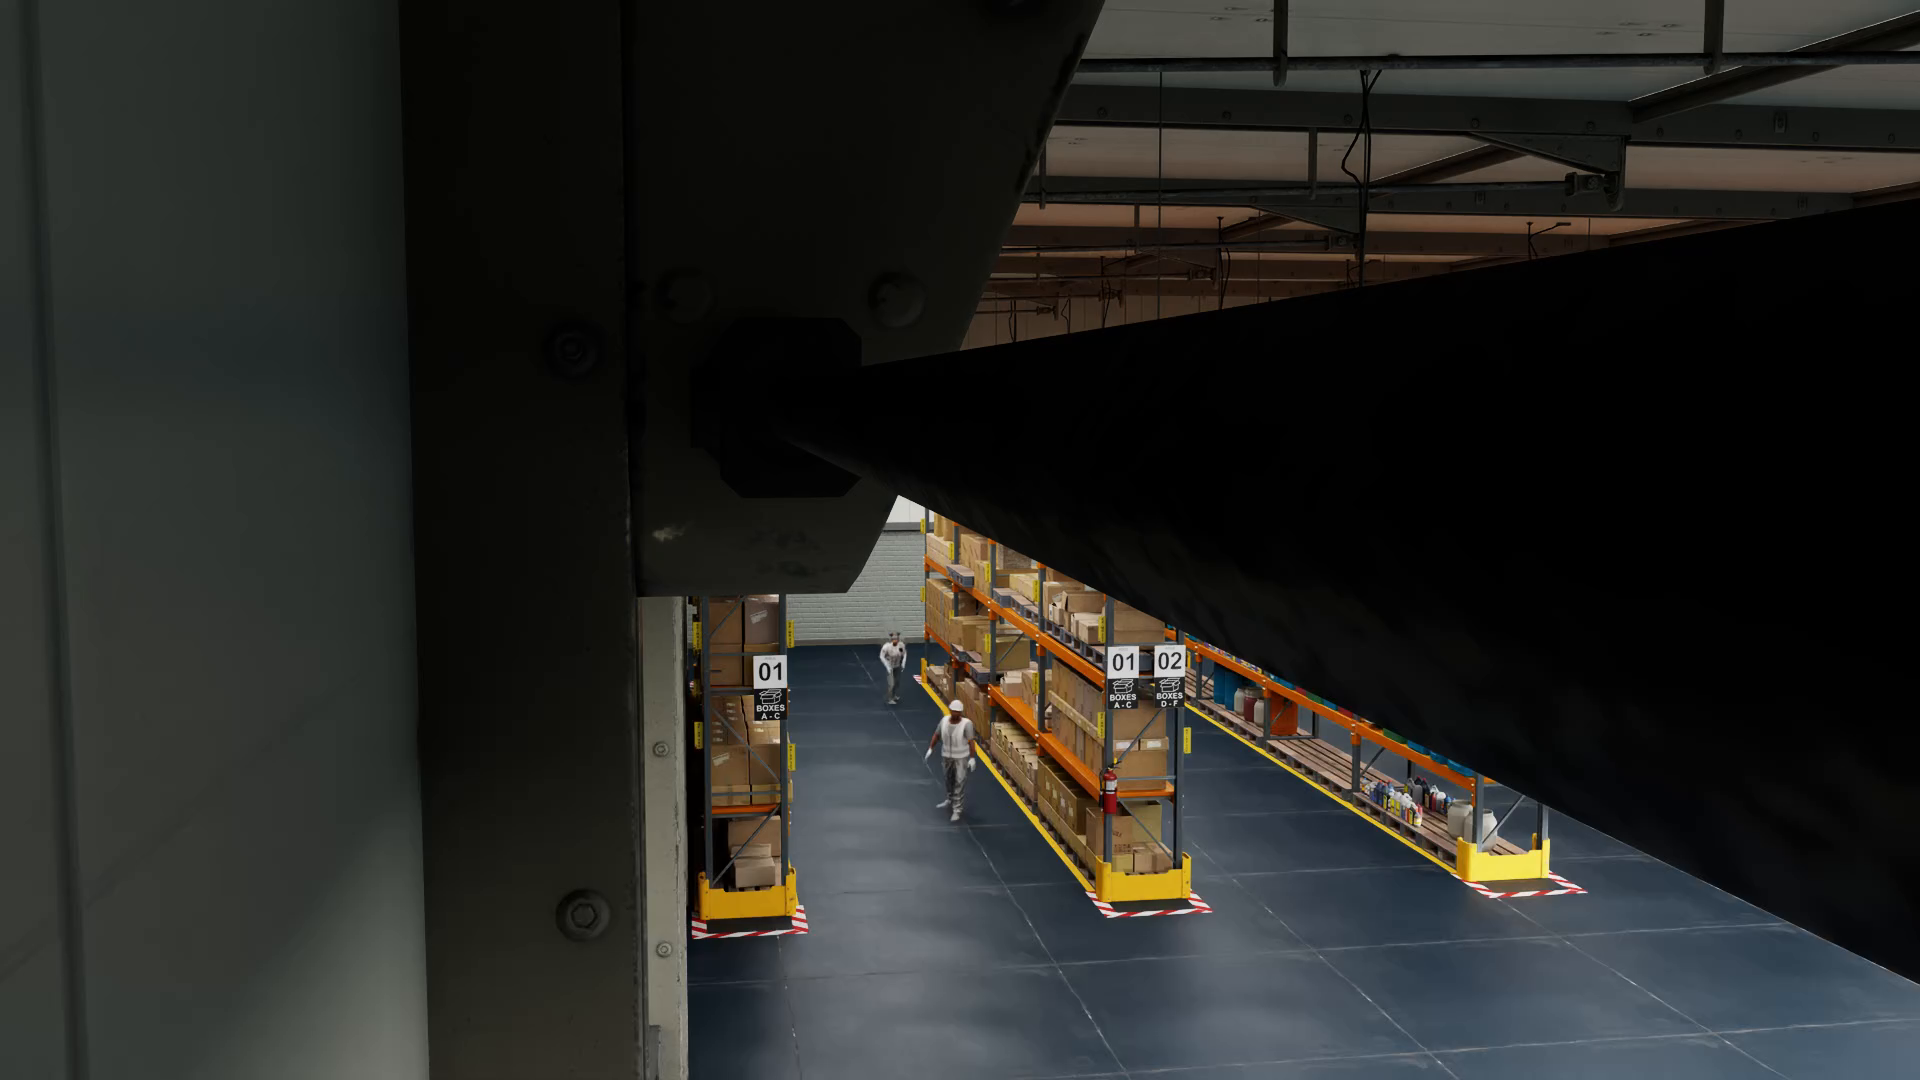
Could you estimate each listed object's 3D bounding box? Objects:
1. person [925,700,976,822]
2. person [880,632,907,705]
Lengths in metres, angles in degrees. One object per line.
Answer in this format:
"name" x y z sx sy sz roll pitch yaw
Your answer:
"person" -0.127 3.263 24.953 0.761 1.774 0.769 2 6 25
"person" -1.379 2.586 33.898 0.627 1.535 0.823 -3 6 -31
